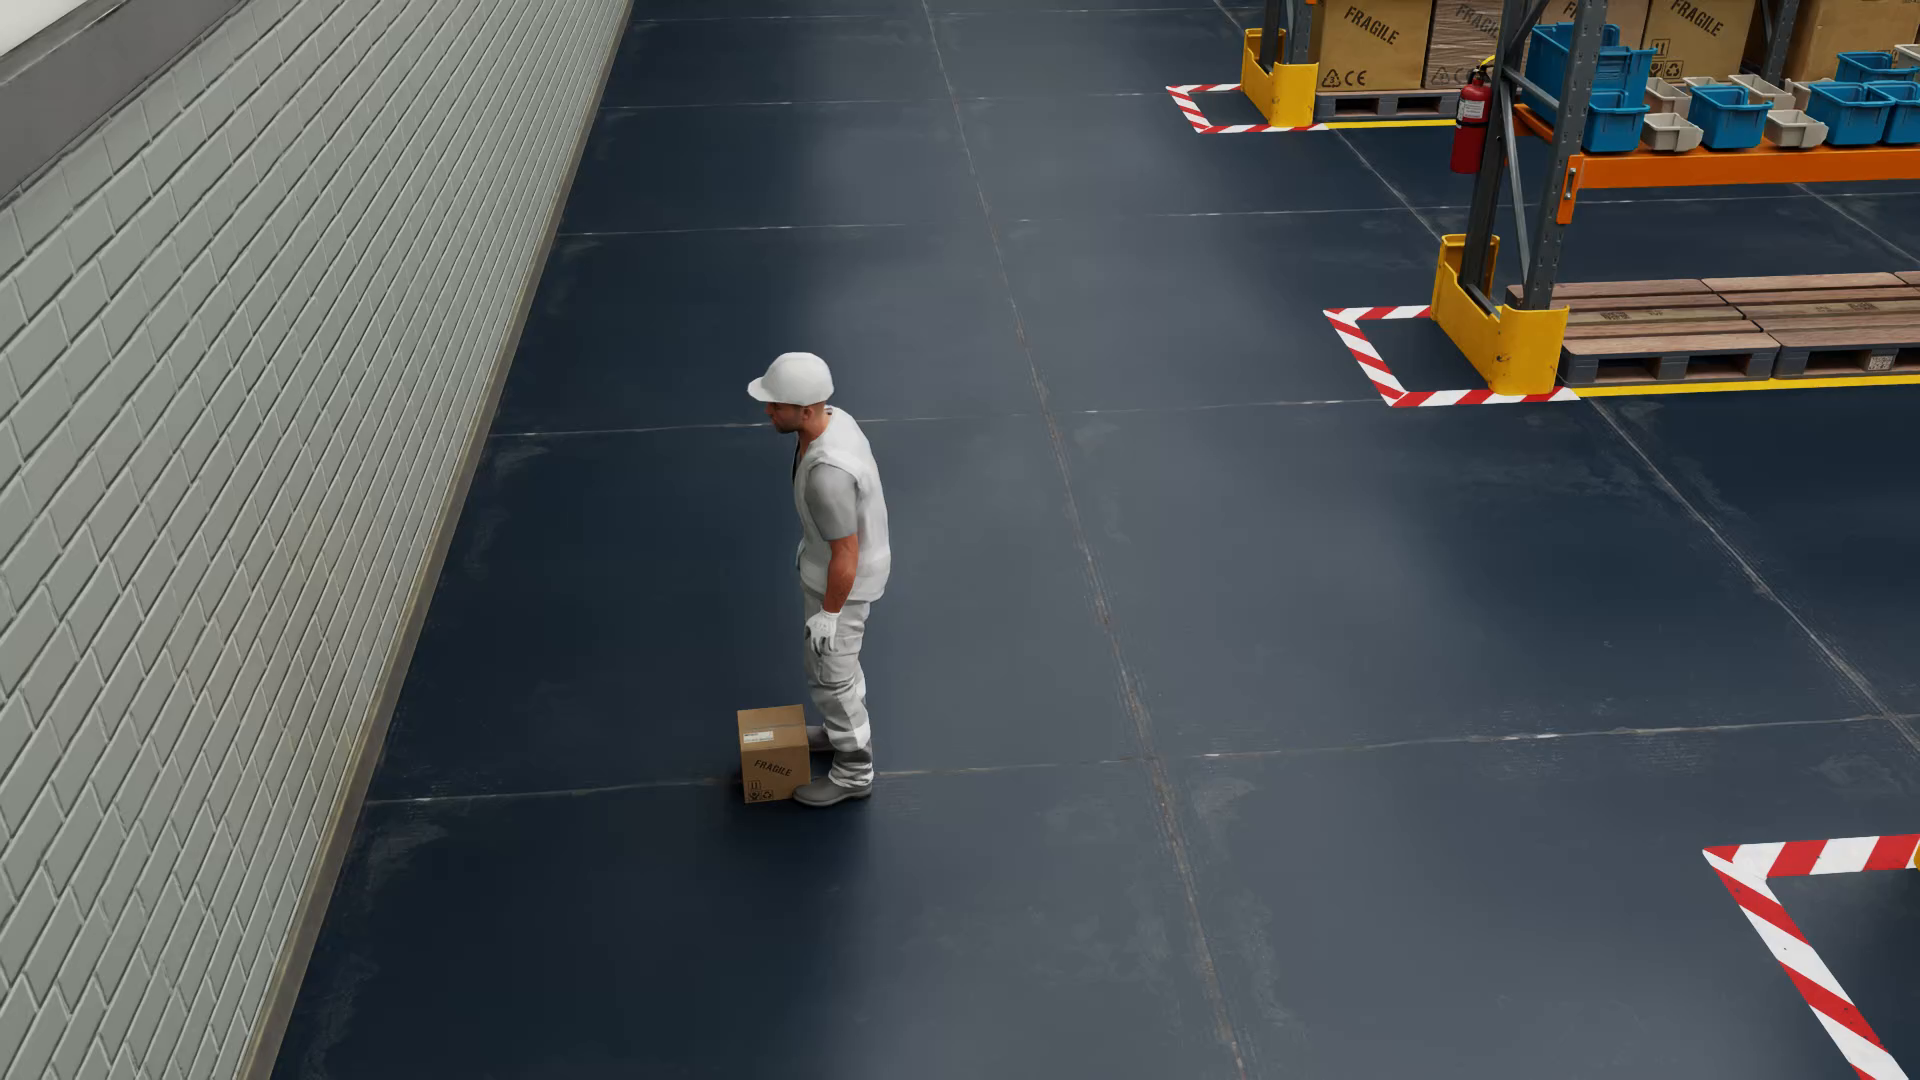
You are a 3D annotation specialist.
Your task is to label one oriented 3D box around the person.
[{"bbox_3d":[-0.475,0.143,5.879,0.453,1.779,0.621,-4,31,-6],"label":"person"}]
